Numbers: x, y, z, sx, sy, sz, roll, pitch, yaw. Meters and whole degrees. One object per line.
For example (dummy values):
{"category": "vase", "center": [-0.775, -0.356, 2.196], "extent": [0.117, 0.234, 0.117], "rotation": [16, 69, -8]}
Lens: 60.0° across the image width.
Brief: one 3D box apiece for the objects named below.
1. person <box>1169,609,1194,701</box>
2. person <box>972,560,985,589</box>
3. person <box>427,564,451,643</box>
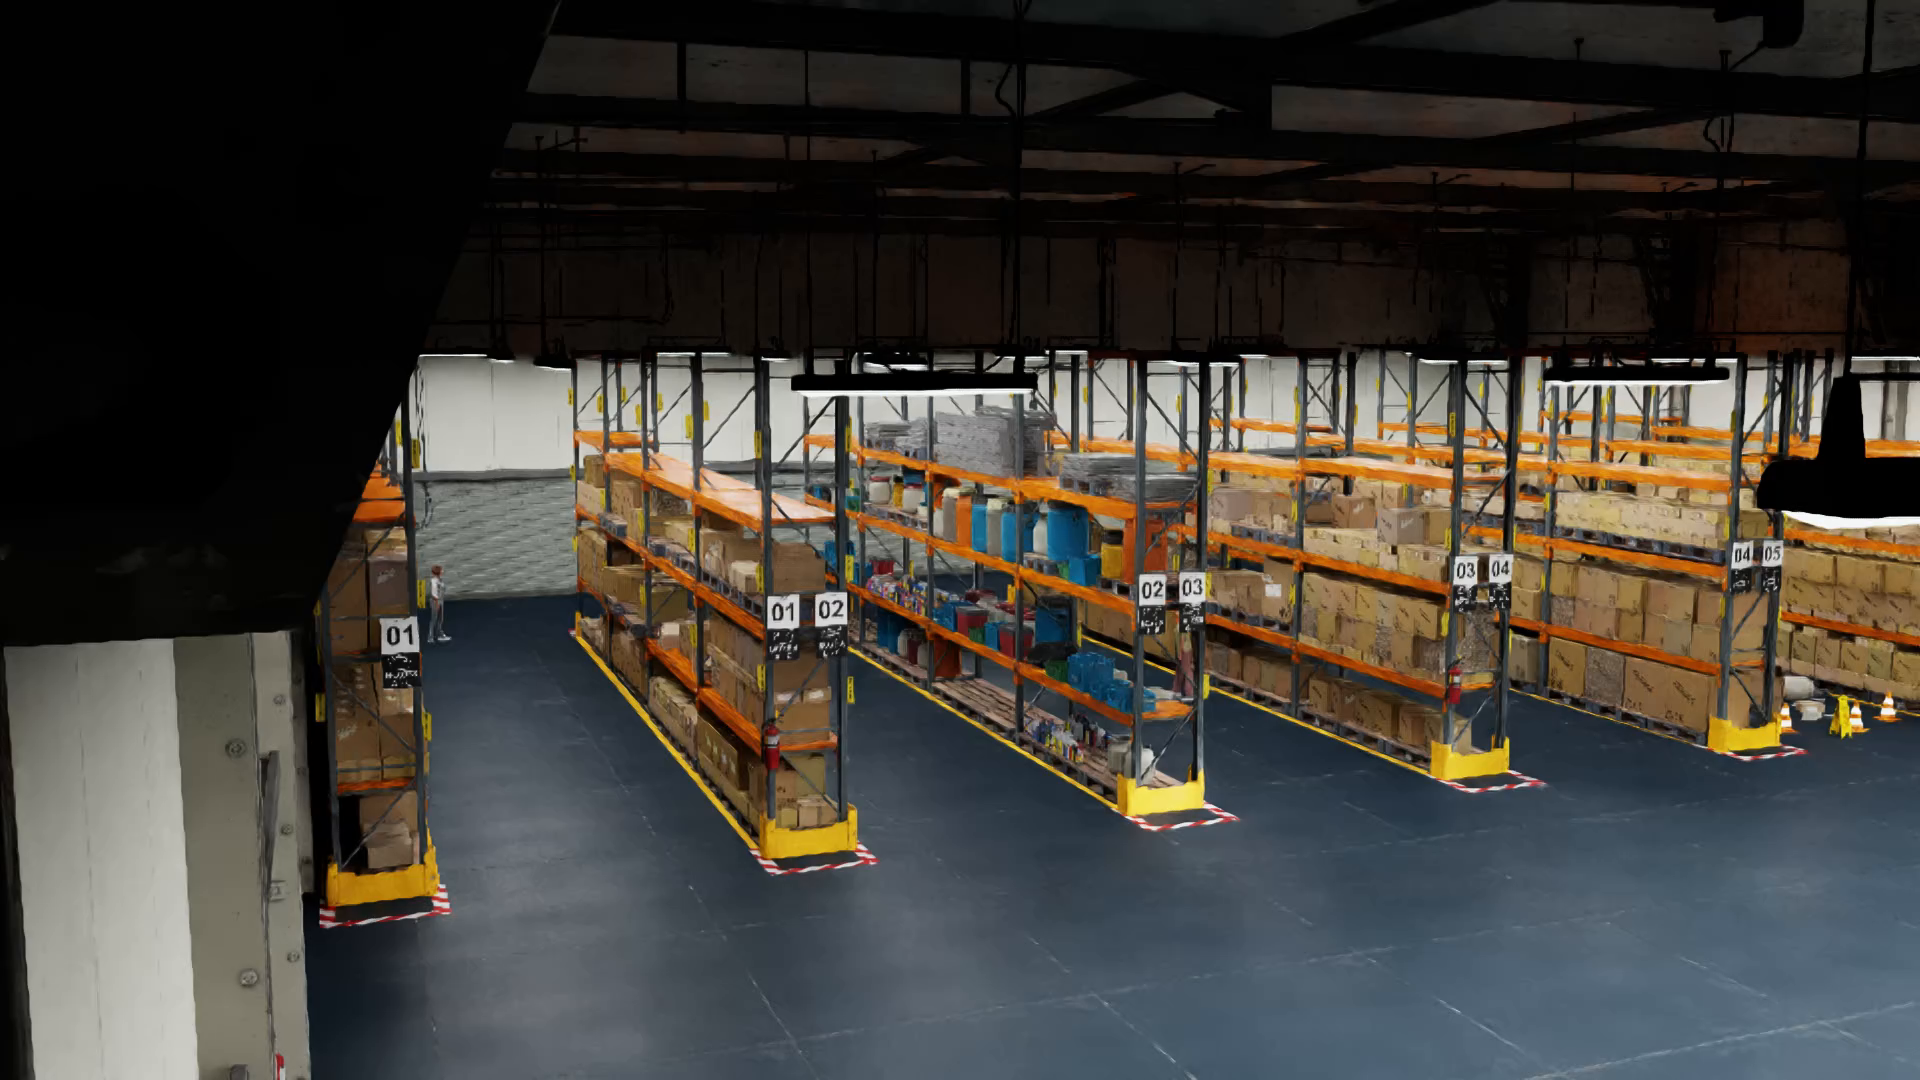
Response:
{"category": "person", "center": [3.820, 1.916, 28.766], "extent": [0.569, 1.668, 0.560], "rotation": [1, 7, 10]}
{"category": "person", "center": [0.448, 0.615, 39.214], "extent": [0.408, 1.686, 0.580], "rotation": [-1, 7, -8]}
{"category": "person", "center": [-10.729, 1.294, 34.102], "extent": [0.393, 1.600, 0.507], "rotation": [0, 7, -2]}
